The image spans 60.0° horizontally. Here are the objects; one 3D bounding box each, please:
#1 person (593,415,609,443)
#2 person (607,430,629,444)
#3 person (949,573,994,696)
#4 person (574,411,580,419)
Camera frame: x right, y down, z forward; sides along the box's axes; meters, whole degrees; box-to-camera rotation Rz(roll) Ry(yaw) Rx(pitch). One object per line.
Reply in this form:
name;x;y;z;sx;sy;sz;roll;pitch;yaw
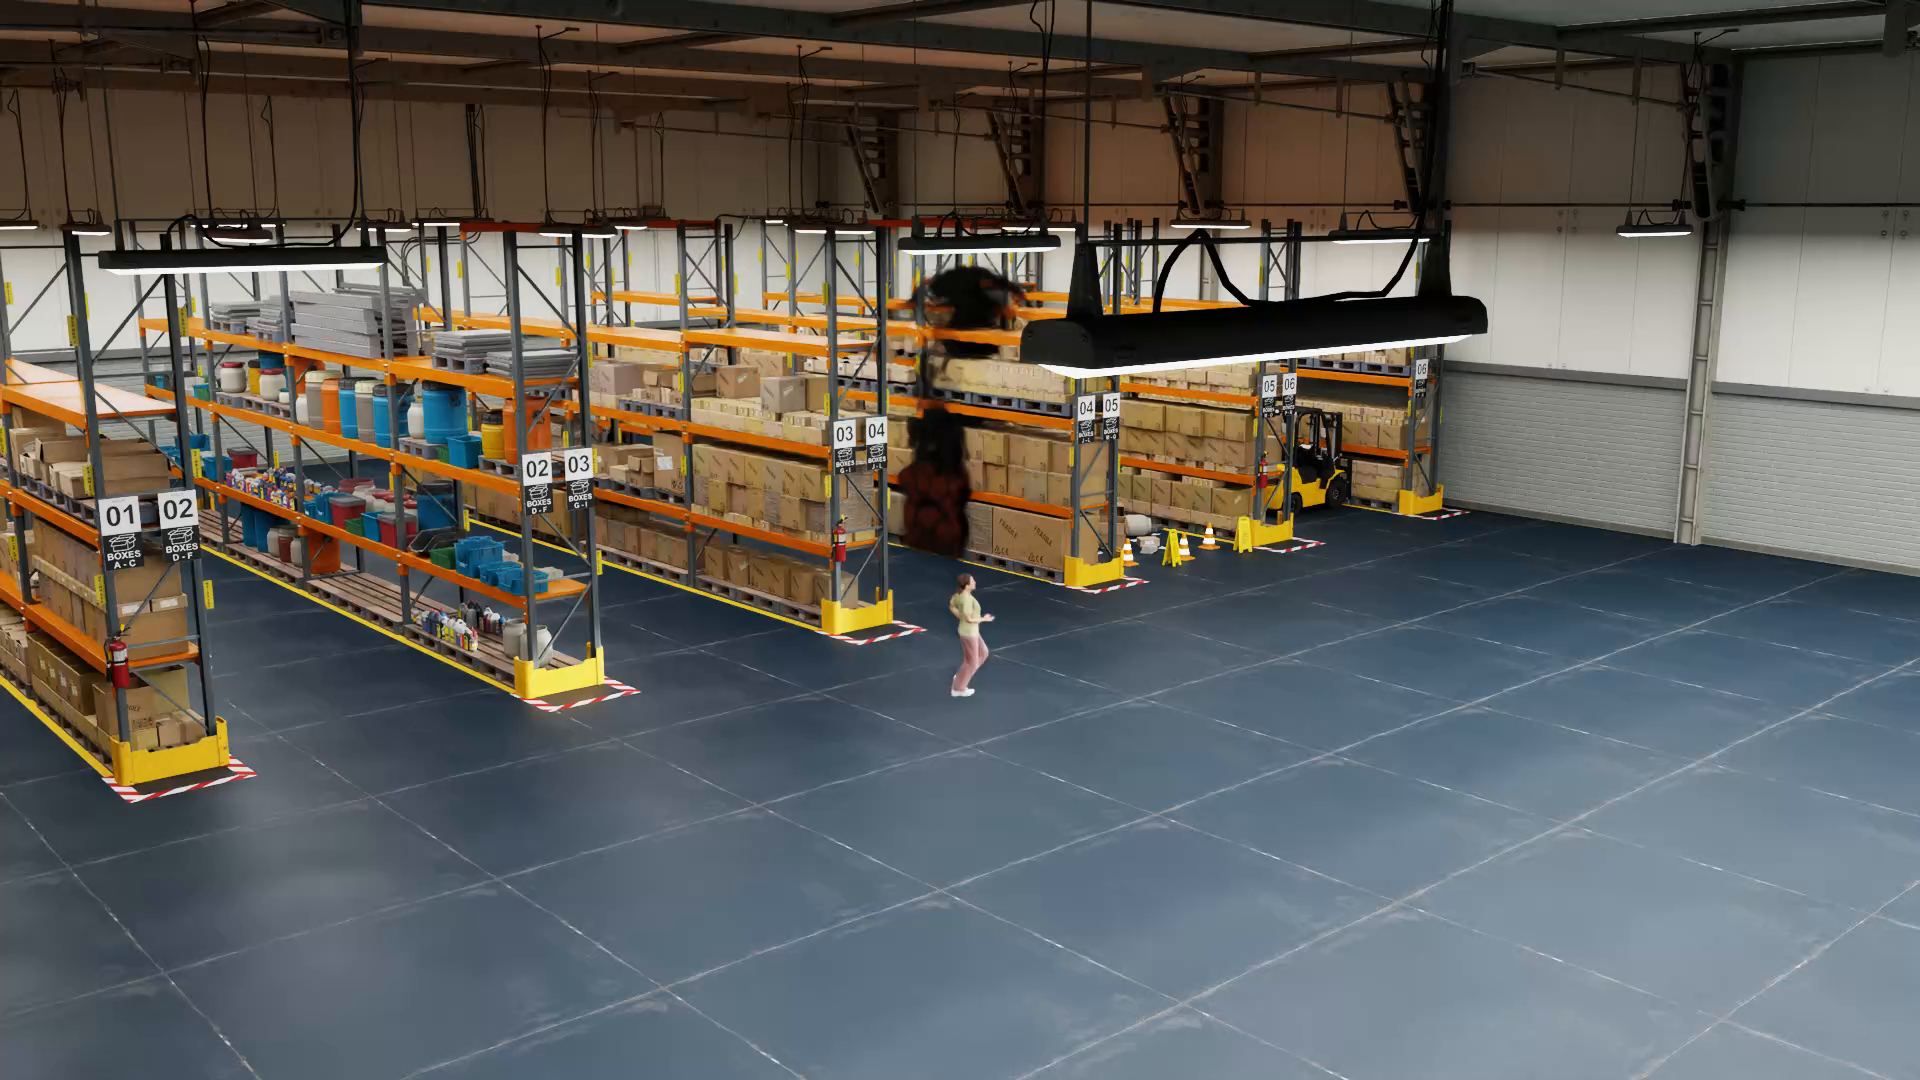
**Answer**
person;-8.823;-2.725;41.233;0.654;1.672;0.591;-8;14;-36
person;-8.434;-2.801;41.275;0.732;1.741;0.688;0;11;-1
person;0.153;1.220;21.621;0.556;1.631;0.567;-2;12;-9
person;-8.617;-2.079;37.675;0.705;1.780;0.857;-6;13;-29
